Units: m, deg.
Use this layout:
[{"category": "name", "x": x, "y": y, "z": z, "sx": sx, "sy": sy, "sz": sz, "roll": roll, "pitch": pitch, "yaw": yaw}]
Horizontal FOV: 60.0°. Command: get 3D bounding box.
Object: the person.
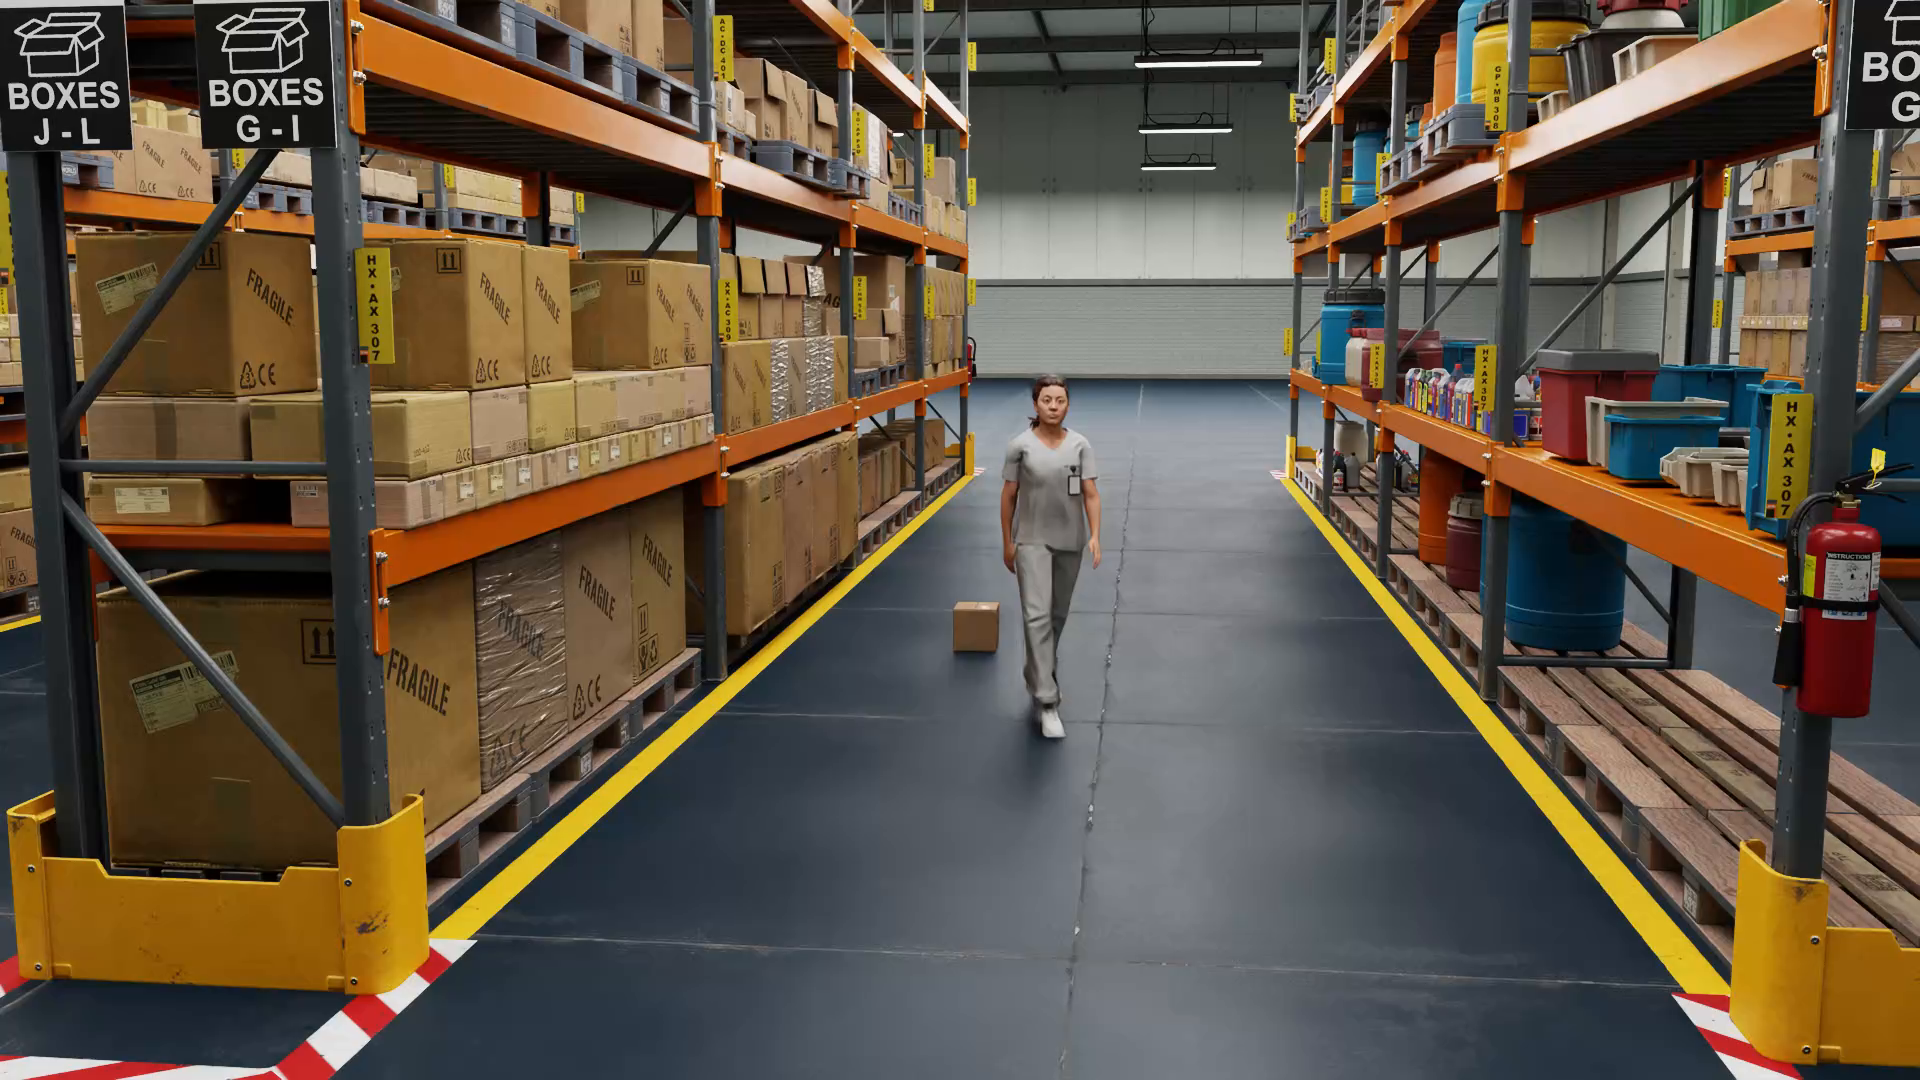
[{"category": "person", "x": 0.456, "y": 0.039, "z": 7.945, "sx": 0.456, "sy": 1.635, "sz": 0.932, "roll": -2, "pitch": 8, "yaw": -13}]
